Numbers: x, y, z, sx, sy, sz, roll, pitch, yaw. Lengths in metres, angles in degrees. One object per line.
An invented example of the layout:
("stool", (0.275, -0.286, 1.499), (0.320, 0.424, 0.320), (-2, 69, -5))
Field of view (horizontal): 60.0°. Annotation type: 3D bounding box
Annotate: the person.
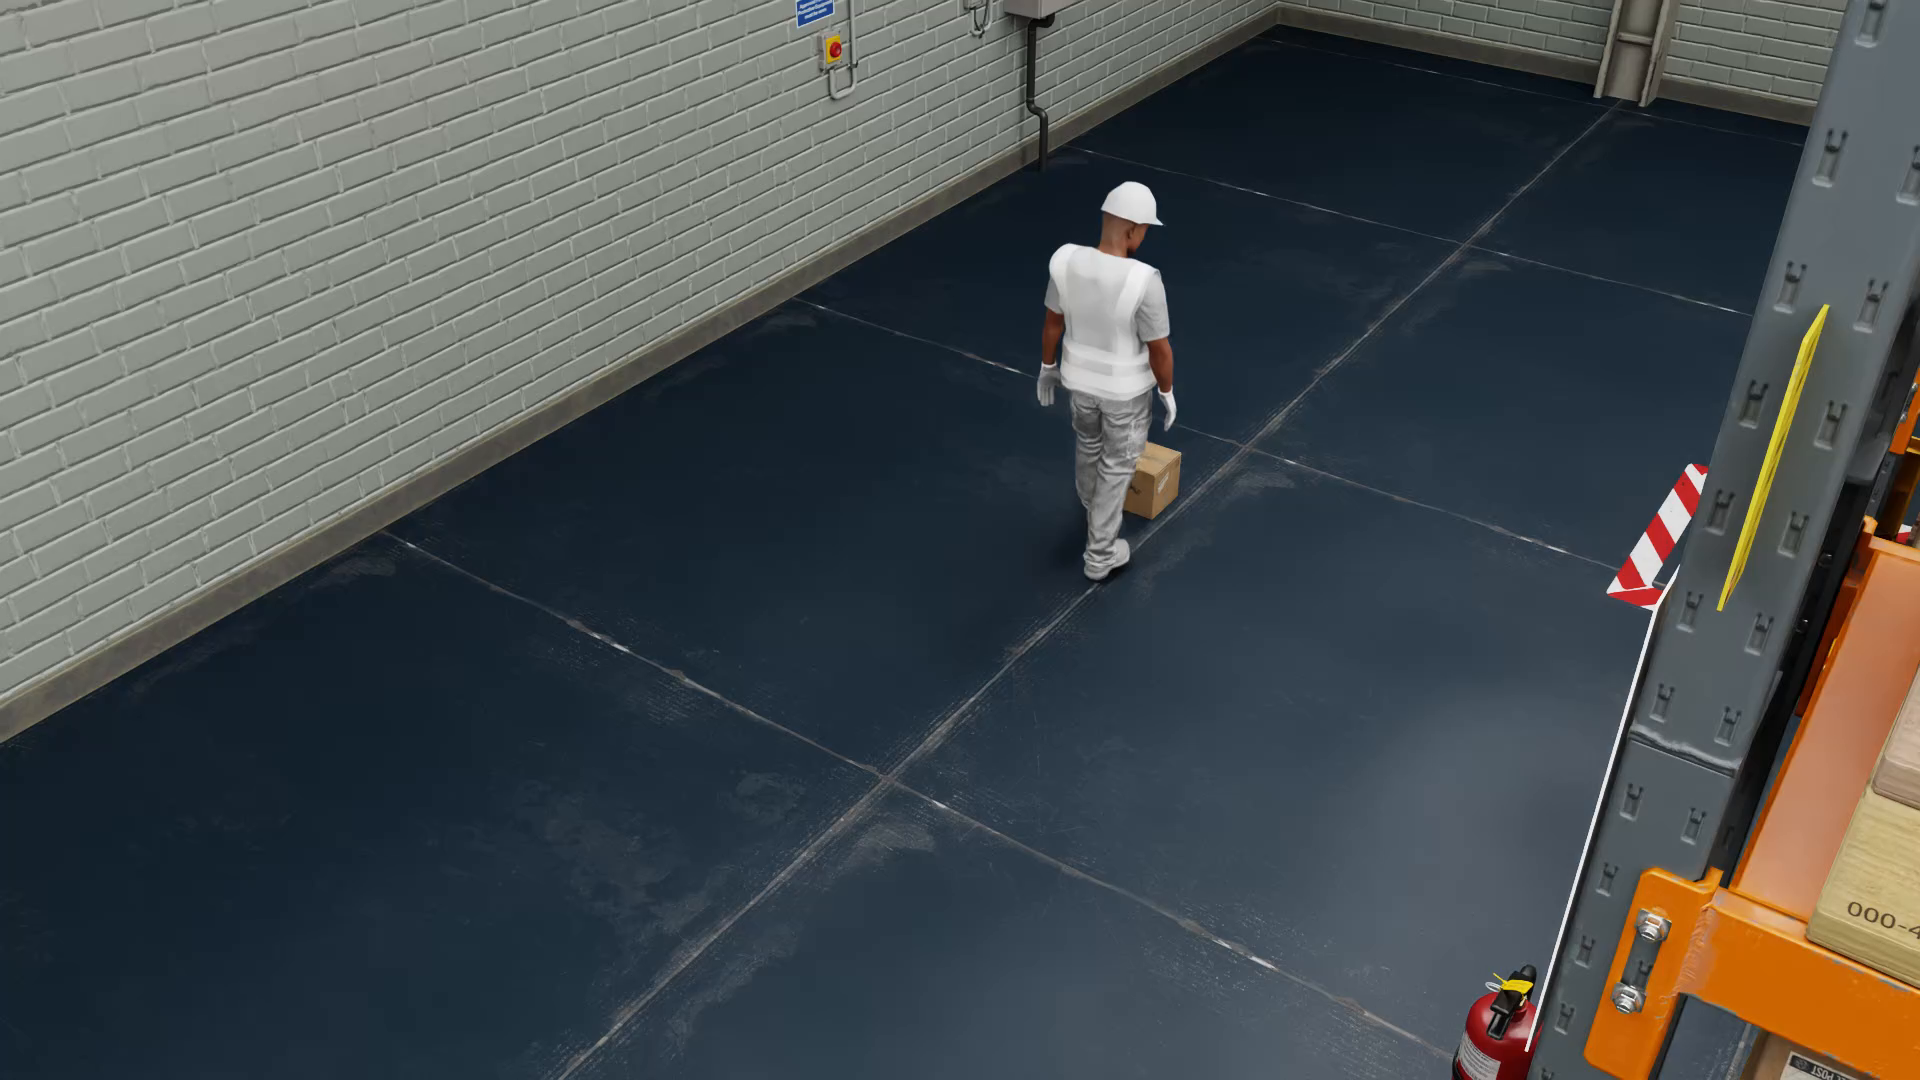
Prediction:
("person", (0.642, -0.969, 6.892), (0.615, 1.054, 0.362), (21, 40, 28))
